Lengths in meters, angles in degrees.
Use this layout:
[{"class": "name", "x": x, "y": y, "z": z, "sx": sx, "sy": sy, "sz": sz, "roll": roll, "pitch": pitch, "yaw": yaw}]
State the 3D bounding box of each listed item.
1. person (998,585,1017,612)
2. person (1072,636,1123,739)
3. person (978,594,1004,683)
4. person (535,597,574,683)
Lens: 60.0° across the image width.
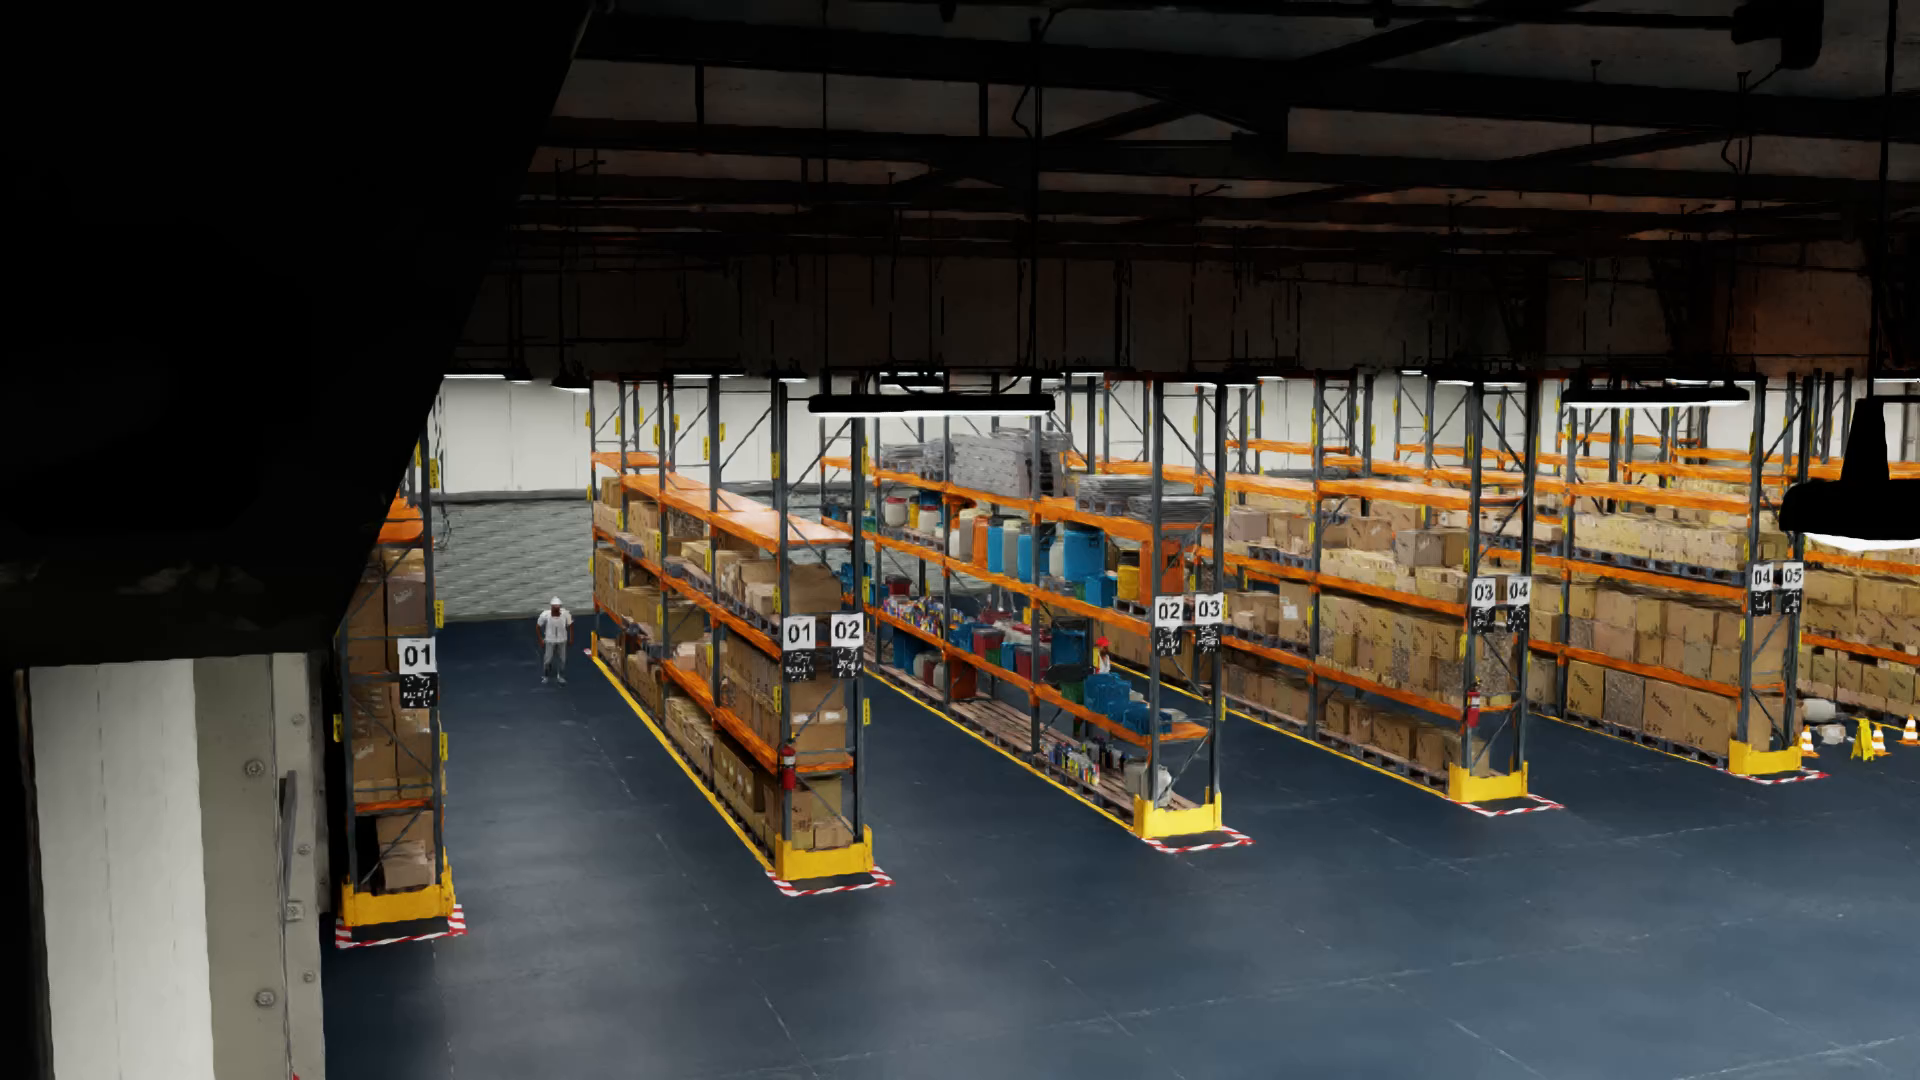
[{"class": "person", "x": 1.104, "y": 0.970, "z": 40.705, "sx": 0.505, "sy": 1.654, "sz": 0.598, "roll": 5, "pitch": 8, "yaw": 37}, {"class": "person", "x": 2.260, "y": 2.416, "z": 27.368, "sx": 0.675, "sy": 1.720, "sz": 0.842, "roll": -5, "pitch": 8, "yaw": -37}, {"class": "person", "x": 0.636, "y": 1.886, "z": 32.151, "sx": 0.579, "sy": 1.732, "sz": 1.042, "roll": -2, "pitch": 7, "yaw": -21}, {"class": "person", "x": -7.768, "y": 1.929, "z": 31.915, "sx": 0.719, "sy": 1.714, "sz": 0.578, "roll": -3, "pitch": 7, "yaw": -22}]
